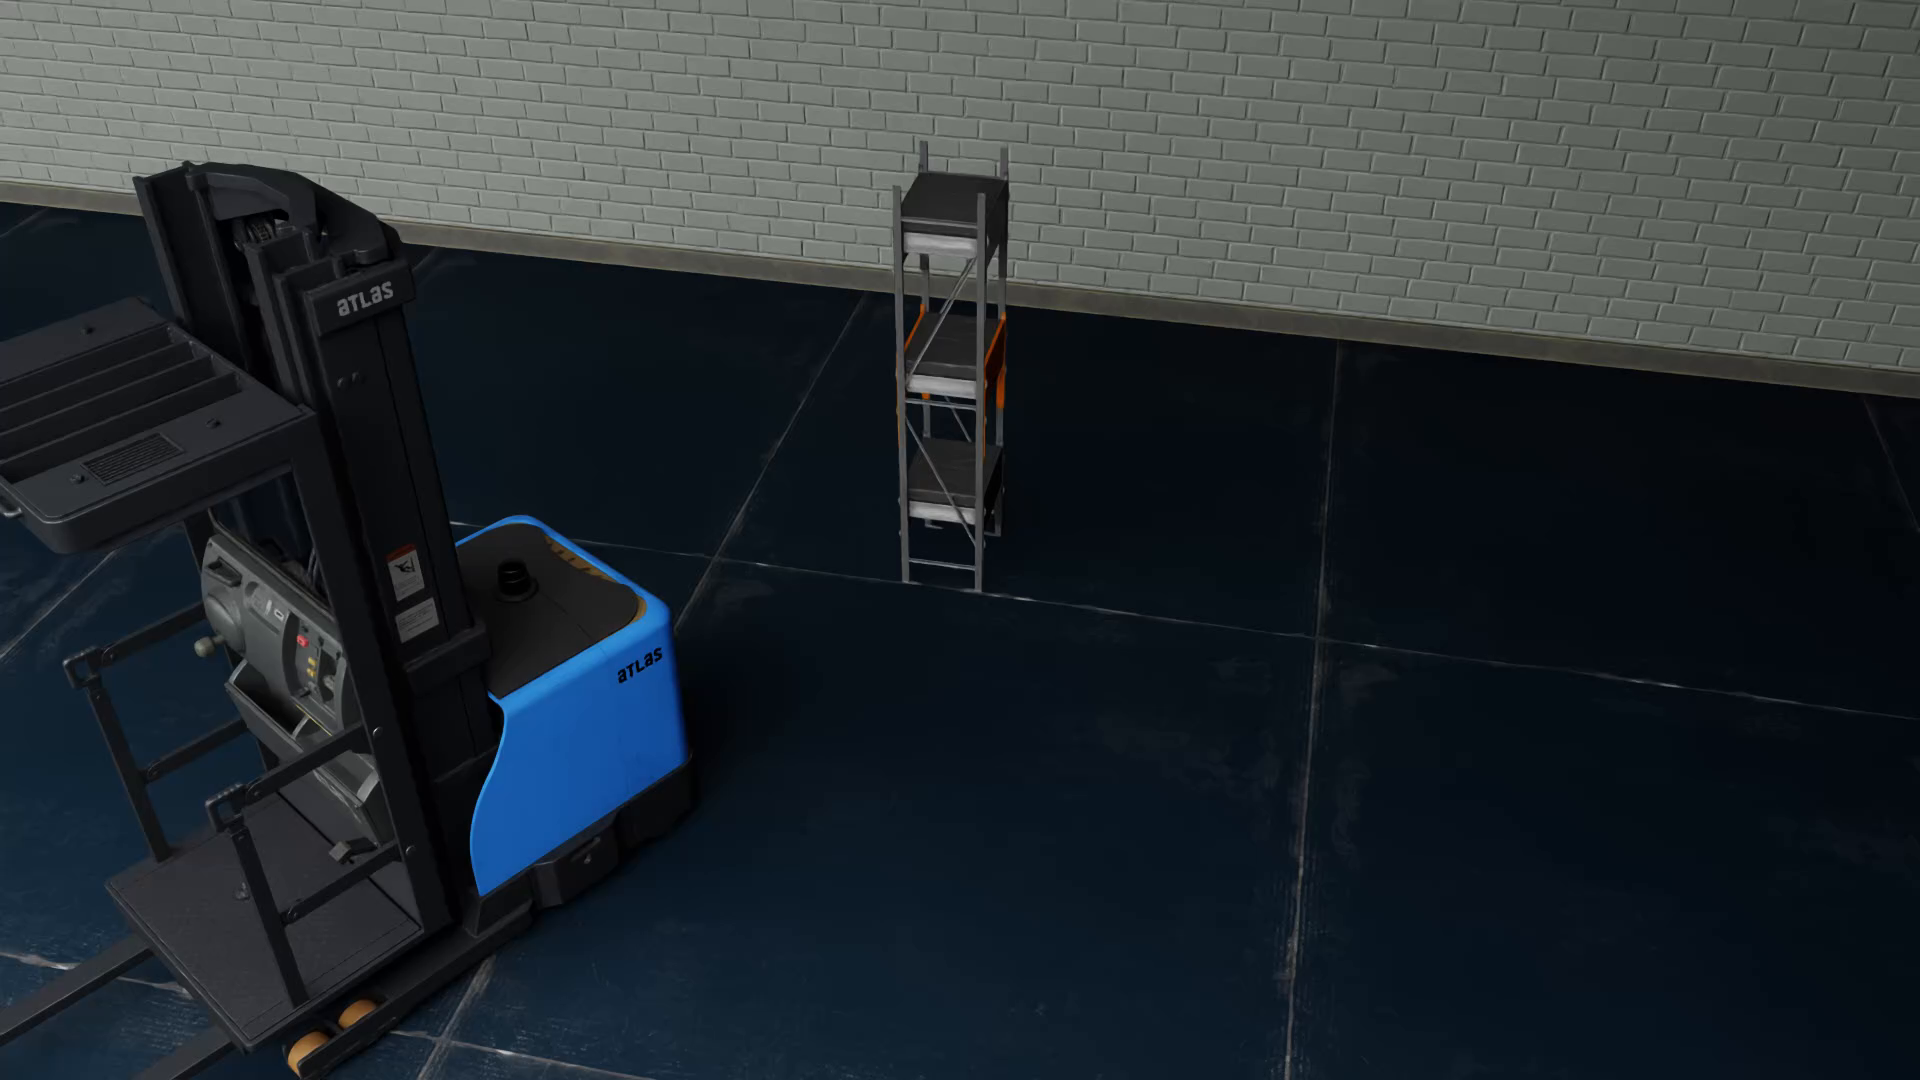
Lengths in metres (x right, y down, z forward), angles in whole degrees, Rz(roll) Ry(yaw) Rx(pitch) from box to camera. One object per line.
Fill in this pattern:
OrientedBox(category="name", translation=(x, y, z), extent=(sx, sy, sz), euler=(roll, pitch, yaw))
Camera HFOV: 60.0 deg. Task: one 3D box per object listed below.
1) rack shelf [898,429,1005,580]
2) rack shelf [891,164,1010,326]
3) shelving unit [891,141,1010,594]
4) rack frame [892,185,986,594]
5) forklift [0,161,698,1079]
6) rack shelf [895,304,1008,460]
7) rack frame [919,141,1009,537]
OrientedBox(category="rack shelf", translation=(-0.035, -0.177, 8.192), extent=(0.431, 0.518, 0.480), euler=(7, 37, 10))
OrientedBox(category="rack shelf", translation=(-0.035, -1.311, 7.370), extent=(0.431, 0.518, 0.480), euler=(7, 37, 10))
OrientedBox(category="shelving unit", translation=(-0.035, -0.755, 7.773), extent=(0.431, 2.100, 0.503), euler=(7, 37, 10))
OrientedBox(category="rack frame", translation=(-0.087, -0.615, 7.580), extent=(0.400, 2.100, 0.015), euler=(7, 37, 10))
OrientedBox(category="forklift", translation=(-2.457, 0.382, 5.496), extent=(1.130, 2.935, 3.031), euler=(28, 45, 33))
OrientedBox(category="rack shelf", translation=(-0.035, -0.744, 7.781), extent=(0.431, 0.518, 0.480), euler=(7, 37, 10))
OrientedBox(category="rack frame", translation=(0.017, -0.895, 7.966), extent=(0.400, 2.100, 0.015), euler=(7, 37, 10))
